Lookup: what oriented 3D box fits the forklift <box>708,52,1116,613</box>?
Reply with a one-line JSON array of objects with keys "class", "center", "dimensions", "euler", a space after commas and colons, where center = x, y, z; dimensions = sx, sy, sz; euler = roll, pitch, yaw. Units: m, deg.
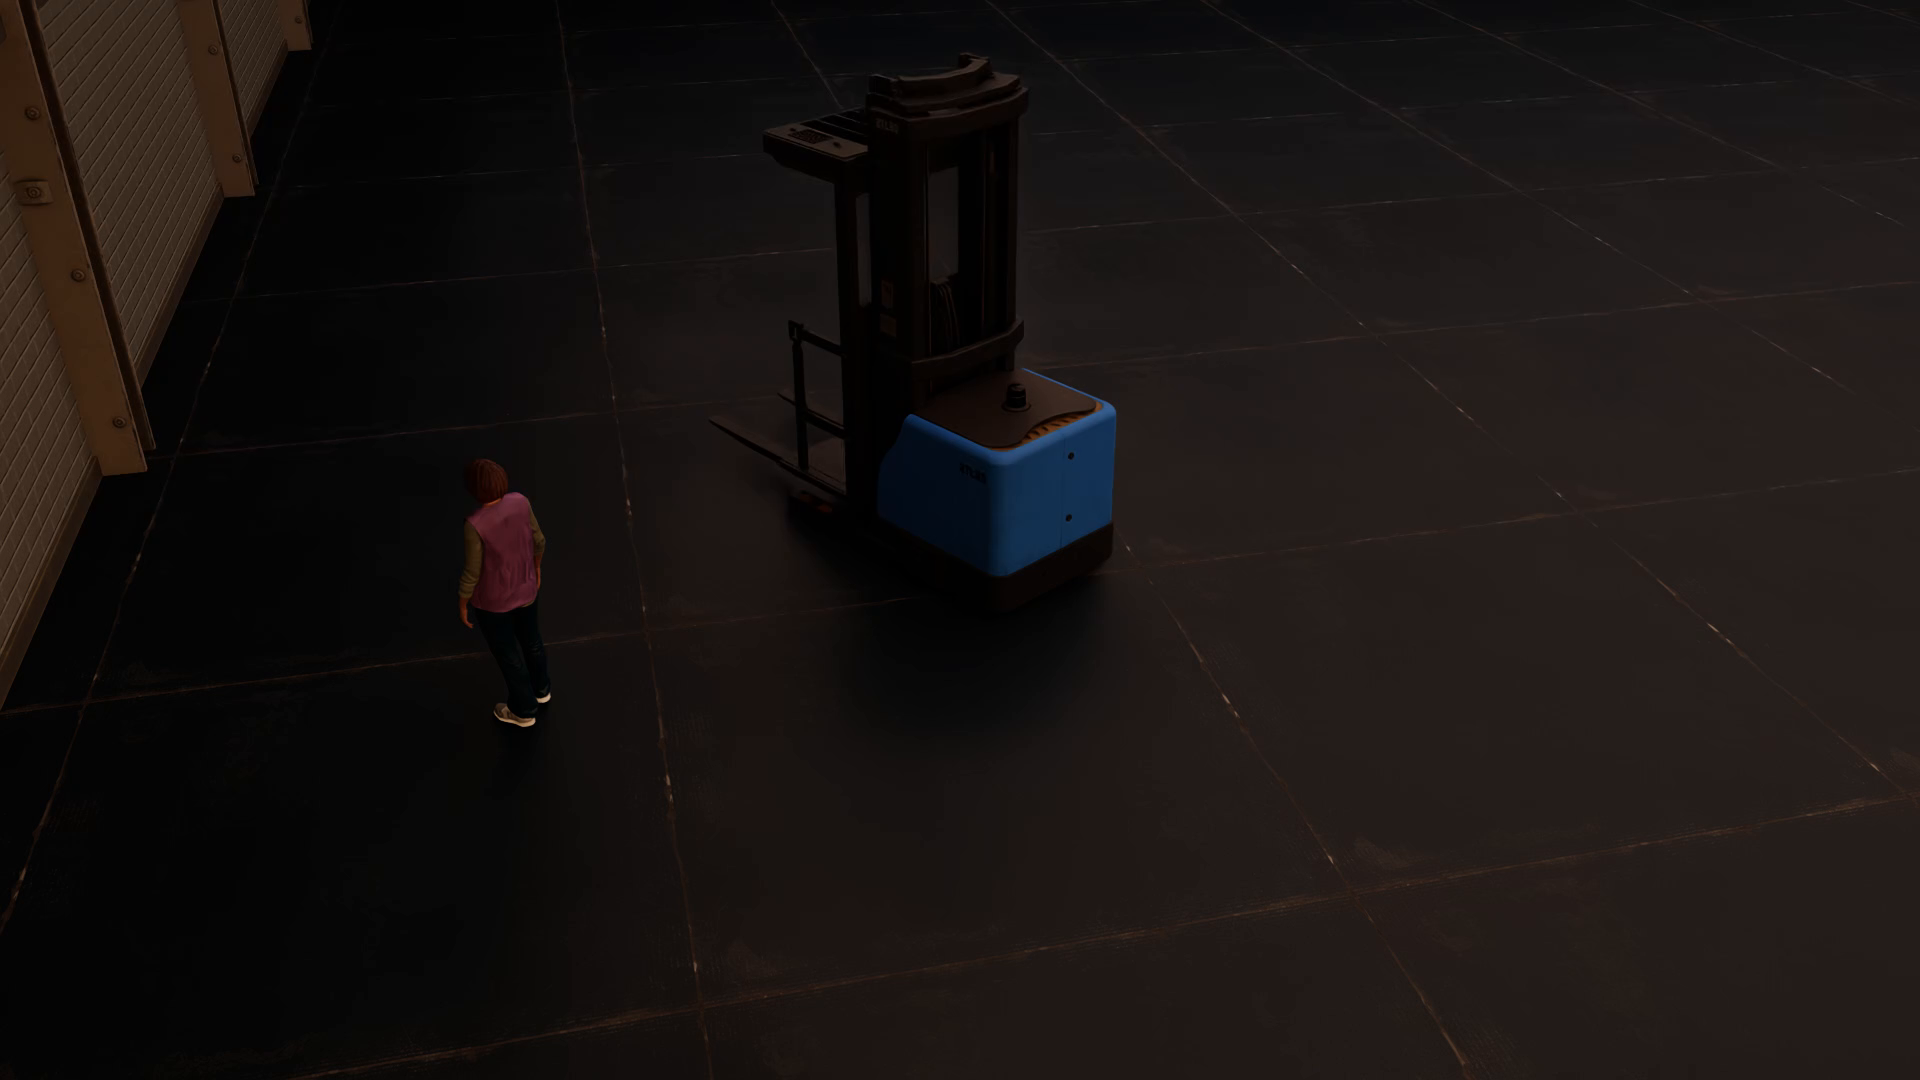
[{"class": "forklift", "center": [-0.453, -1.489, 10.147], "dimensions": [1.130, 2.935, 3.031], "euler": [-26, 39, -37]}]

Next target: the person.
[{"class": "person", "center": [-2.354, 0.253, 8.455], "dimensions": [0.476, 1.598, 0.517], "euler": [23, 37, 34]}]
